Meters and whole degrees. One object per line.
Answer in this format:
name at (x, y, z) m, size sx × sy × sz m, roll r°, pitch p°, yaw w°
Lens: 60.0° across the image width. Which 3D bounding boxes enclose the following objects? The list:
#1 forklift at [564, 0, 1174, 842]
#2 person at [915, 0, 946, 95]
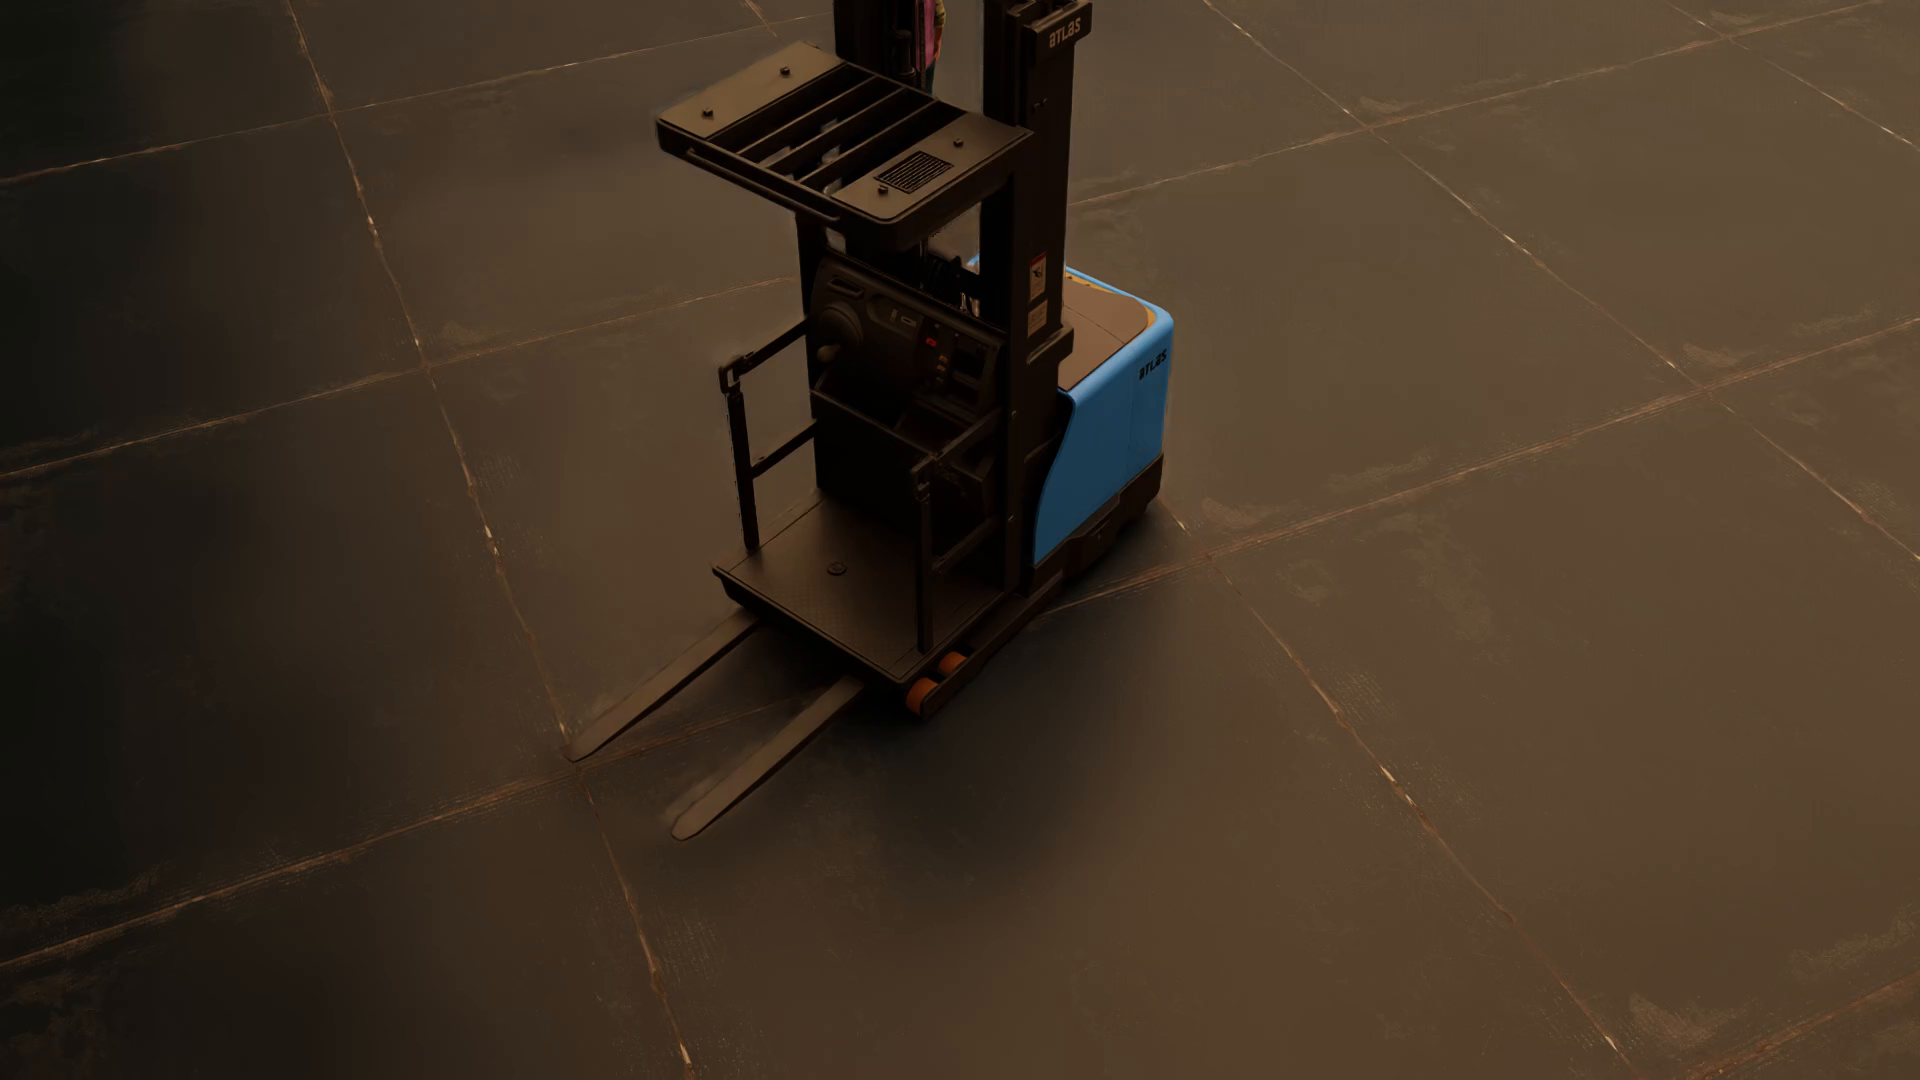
forklift at (-0.359, -0.713, 6.444) m, size 1.130 × 2.935 × 3.031 m, roll 29°, pitch 50°, yaw 27°
person at (-0.341, -2.834, 9.689) m, size 0.520 × 1.593 × 0.472 m, roll -19°, pitch 46°, yaw -20°
